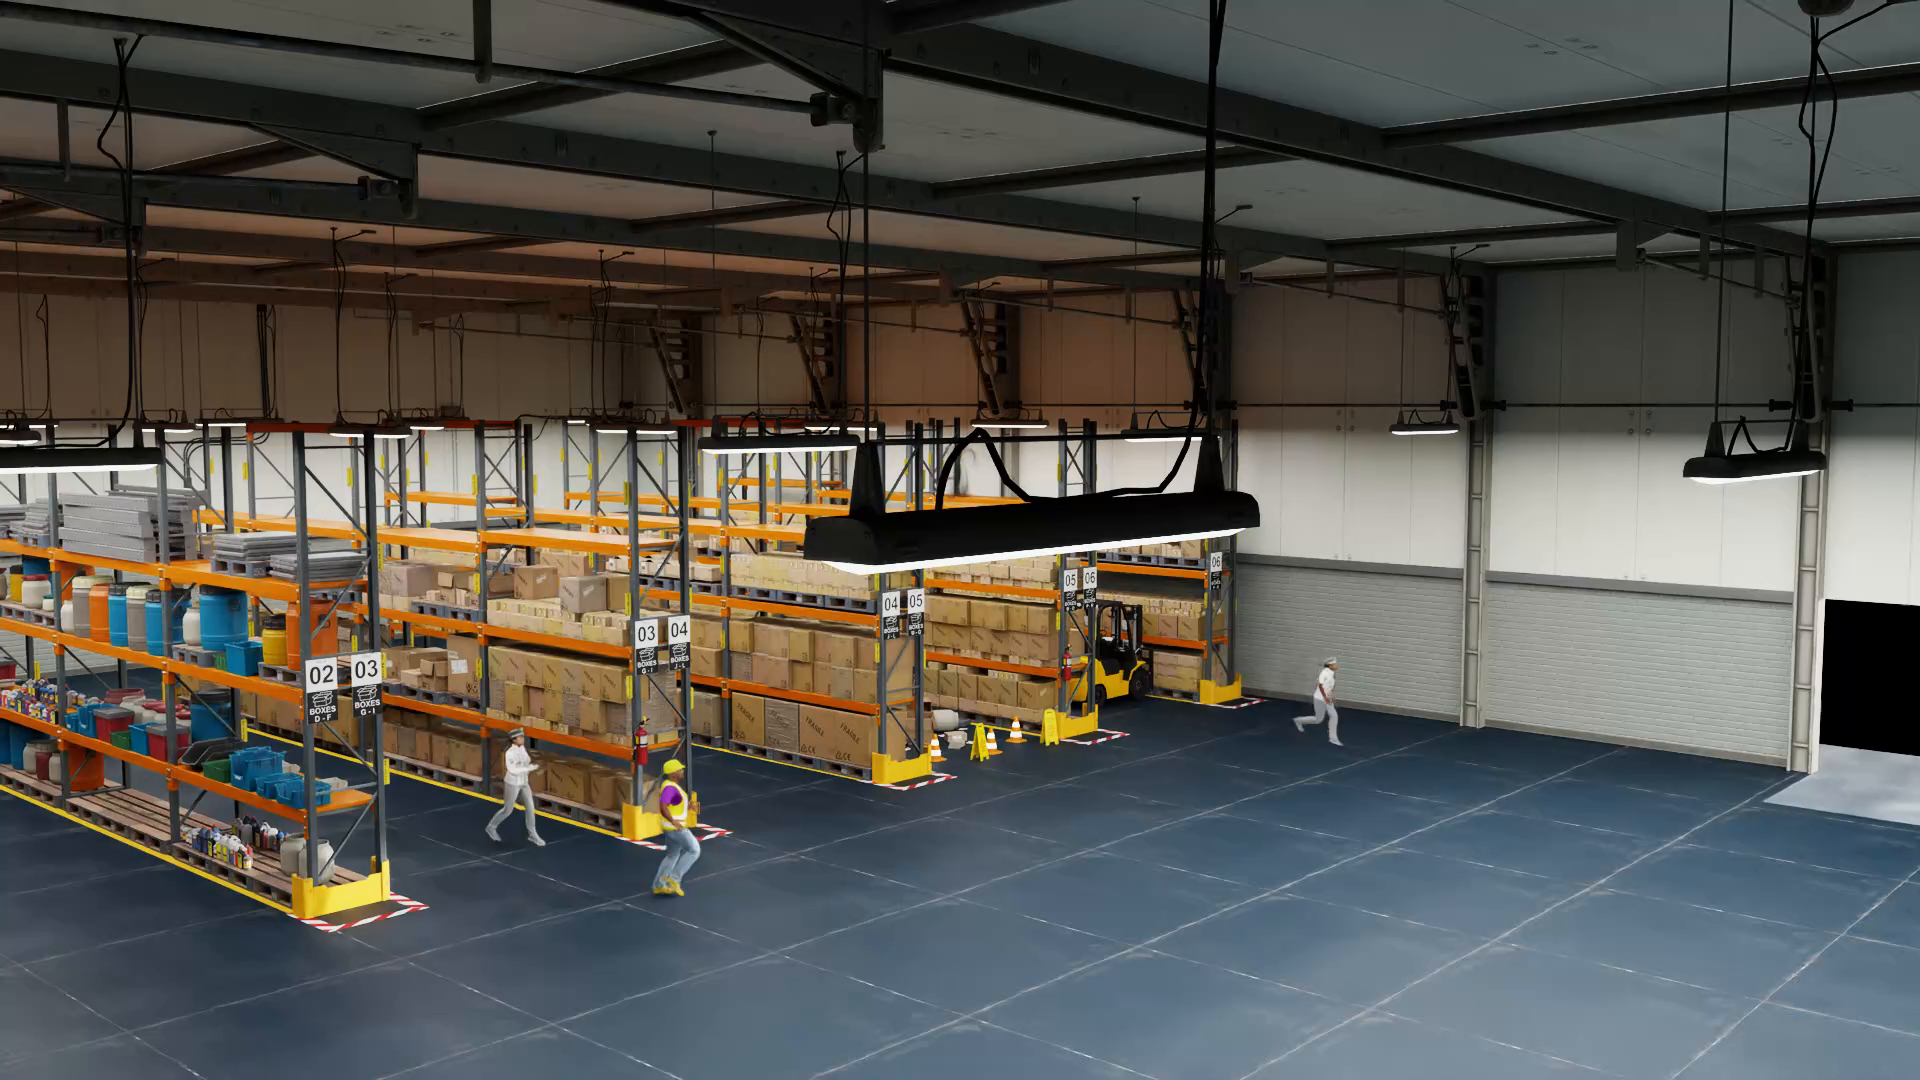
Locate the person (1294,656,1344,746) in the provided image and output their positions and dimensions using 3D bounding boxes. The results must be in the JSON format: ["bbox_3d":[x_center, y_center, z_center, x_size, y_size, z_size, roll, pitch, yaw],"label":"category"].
[{"bbox_3d":[6.724,2.992,31.063,0.936,1.676,0.558,2,5,26],"label":"person"}]

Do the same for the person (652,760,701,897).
[{"bbox_3d":[-3.643,3.706,21.439,0.680,1.762,0.674,-2,5,-22],"label":"person"}]

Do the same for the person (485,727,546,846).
[{"bbox_3d":[-6.376,3.518,23.815,0.919,1.697,0.597,1,5,16],"label":"person"}]
